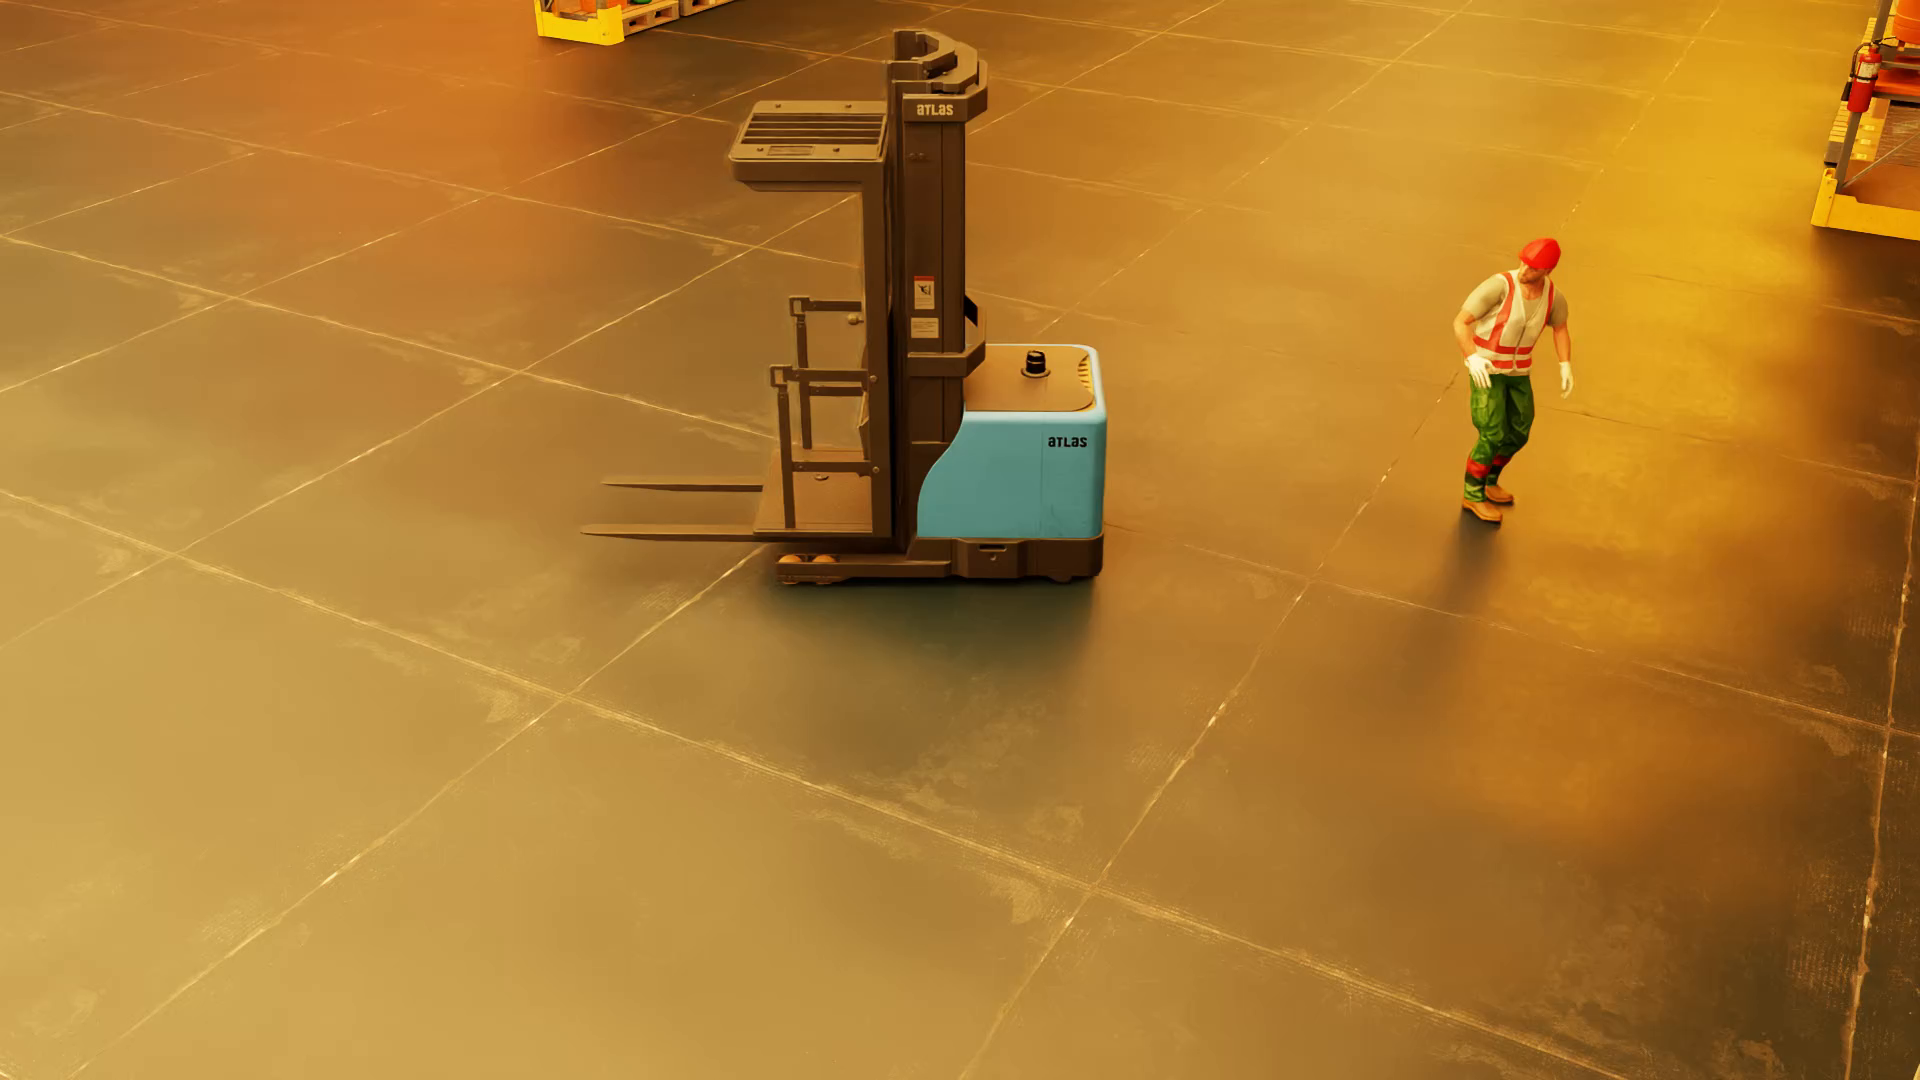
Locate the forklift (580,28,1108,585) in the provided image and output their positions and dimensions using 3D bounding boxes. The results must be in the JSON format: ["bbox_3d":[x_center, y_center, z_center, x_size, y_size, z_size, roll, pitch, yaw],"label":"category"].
[{"bbox_3d":[-0.685,-1.275,9.281,3.031,2.935,1.130,0,30,1],"label":"forklift"}]

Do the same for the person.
[{"bbox_3d":[3.327,-0.987,9.981,0.740,1.741,0.512,-11,32,-18],"label":"person"}]
